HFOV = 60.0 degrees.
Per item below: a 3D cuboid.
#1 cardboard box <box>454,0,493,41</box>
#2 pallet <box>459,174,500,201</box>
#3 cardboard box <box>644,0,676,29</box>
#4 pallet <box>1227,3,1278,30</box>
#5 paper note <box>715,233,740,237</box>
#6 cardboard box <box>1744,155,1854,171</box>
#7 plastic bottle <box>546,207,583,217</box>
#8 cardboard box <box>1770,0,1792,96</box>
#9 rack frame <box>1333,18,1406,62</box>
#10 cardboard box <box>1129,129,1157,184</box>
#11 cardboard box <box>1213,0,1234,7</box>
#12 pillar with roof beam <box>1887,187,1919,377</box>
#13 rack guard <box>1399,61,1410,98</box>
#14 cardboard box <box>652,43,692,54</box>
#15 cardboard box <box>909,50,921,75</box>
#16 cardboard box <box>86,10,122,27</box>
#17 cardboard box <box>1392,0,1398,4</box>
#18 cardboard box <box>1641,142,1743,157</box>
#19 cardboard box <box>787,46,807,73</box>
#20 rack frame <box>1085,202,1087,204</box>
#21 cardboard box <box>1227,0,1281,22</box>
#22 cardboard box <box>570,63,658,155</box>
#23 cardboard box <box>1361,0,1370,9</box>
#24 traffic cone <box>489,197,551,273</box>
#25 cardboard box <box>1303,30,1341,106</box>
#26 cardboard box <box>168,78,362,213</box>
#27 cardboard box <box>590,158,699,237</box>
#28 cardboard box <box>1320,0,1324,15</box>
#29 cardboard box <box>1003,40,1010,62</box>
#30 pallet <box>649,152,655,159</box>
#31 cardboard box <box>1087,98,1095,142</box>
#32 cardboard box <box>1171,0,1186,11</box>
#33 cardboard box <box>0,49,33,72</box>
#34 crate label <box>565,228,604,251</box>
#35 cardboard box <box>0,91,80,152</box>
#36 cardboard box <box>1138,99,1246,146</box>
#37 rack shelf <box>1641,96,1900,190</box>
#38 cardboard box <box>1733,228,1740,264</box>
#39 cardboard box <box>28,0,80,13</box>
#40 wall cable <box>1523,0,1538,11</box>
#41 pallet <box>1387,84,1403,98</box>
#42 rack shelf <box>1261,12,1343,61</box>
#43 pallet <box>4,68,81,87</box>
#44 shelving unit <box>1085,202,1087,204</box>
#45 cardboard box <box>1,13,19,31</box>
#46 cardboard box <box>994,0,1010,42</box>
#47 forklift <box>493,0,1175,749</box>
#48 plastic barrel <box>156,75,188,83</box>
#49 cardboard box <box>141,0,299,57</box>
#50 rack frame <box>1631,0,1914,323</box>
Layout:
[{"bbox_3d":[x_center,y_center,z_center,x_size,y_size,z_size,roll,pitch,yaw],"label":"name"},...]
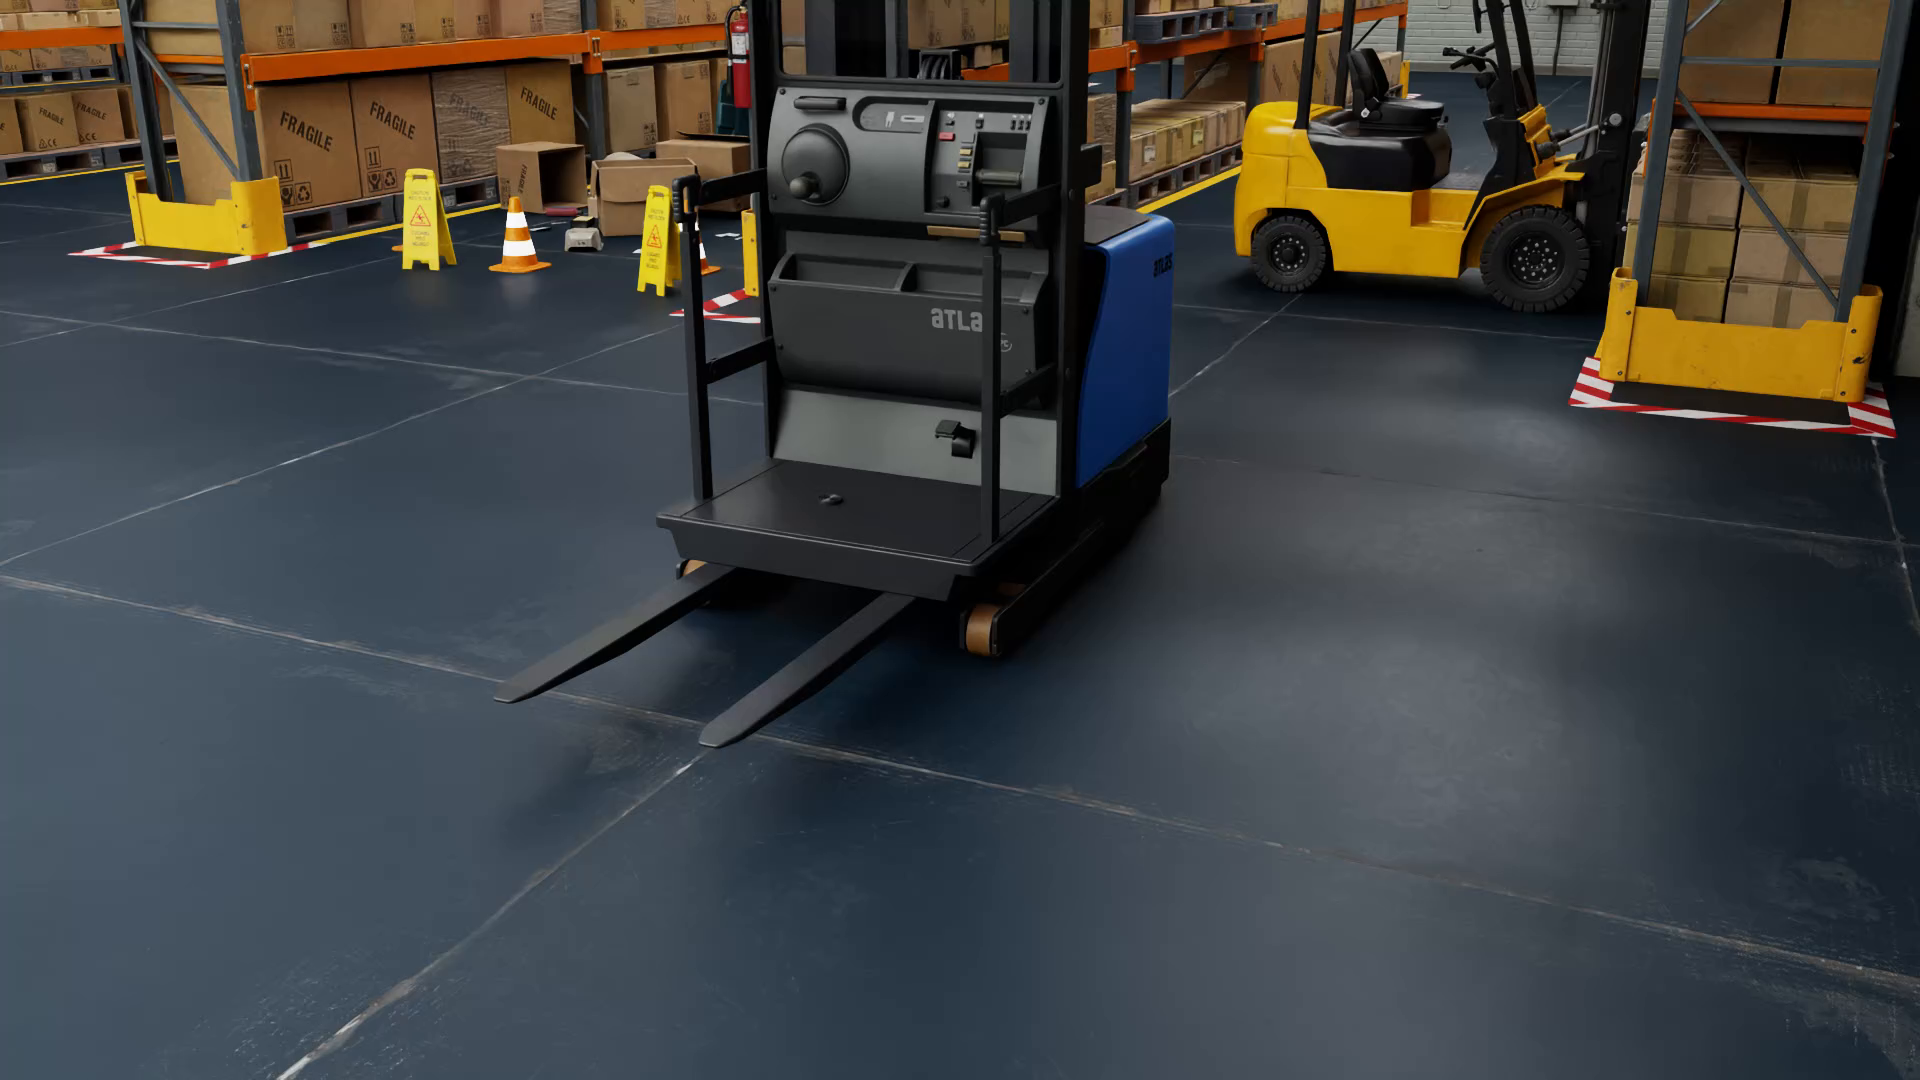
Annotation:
[{"bbox_3d":[-4.363,-4.374,13.567,0.875,0.550,0.550,9,21,23],"label":"cardboard box"},{"bbox_3d":[-4.073,-3.202,14.658,1.003,0.211,1.213,9,21,23],"label":"pallet"},{"bbox_3d":[-3.023,-5.063,15.580,0.500,0.500,0.500,9,21,23],"label":"cardboard box"},{"bbox_3d":[2.311,-4.989,15.808,1.213,0.211,1.003,9,21,23],"label":"pallet"},{"bbox_3d":[-1.715,-2.264,12.305,0.148,0.019,0.142,18,26,41],"label":"paper note"},{"bbox_3d":[4.330,-1.834,8.635,0.500,0.250,0.500,9,21,23],"label":"cardboard box"},{"bbox_3d":[-3.129,-2.608,13.210,0.283,0.061,0.133,1,20,4],"label":"plastic bottle"},{"bbox_3d":[4.409,-2.510,8.399,0.500,0.500,0.500,9,22,24],"label":"cardboard box"},{"bbox_3d":[5.781,-7.758,23.306,1.000,3.000,0.127,9,21,23],"label":"rack frame"},{"bbox_3d":[1.080,-3.210,13.813,0.950,0.372,0.625,9,21,23],"label":"cardboard box"},{"bbox_3d":[2.269,-4.922,15.081,0.380,0.149,0.250,9,21,24],"label":"cardboard box"},{"bbox_3d":[0.939,-5.693,8.548,9.100,9.000,0.400,9,21,23],"label":"pillar with roof beam"},{"bbox_3d":[5.791,-6.587,23.746,1.175,0.500,0.348,9,21,23],"label":"rack guard"},{"bbox_3d":[-4.554,-7.282,24.514,0.875,0.875,0.875,9,21,23],"label":"cardboard box"},{"bbox_3d":[-0.443,-2.824,9.807,0.380,0.149,0.250,9,21,23],"label":"cardboard box"},{"bbox_3d":[-8.262,-4.990,15.898,0.380,0.149,0.250,9,21,23],"label":"cardboard box"},{"bbox_3d":[5.606,-7.470,22.347,0.500,0.500,0.500,8,21,22],"label":"cardboard box"},{"bbox_3d":[4.065,-2.056,9.259,0.500,0.250,0.500,9,21,23],"label":"cardboard box"},{"bbox_3d":[-0.813,-2.892,9.999,0.380,0.149,0.250,9,22,25],"label":"cardboard box"},{"bbox_3d":[0.405,-0.868,6.834,0.200,1.050,0.008,12,22,26],"label":"rack frame"},{"bbox_3d":[2.935,-5.357,16.778,0.500,0.250,0.500,8,21,22],"label":"cardboard box"},{"bbox_3d":[-3.518,-4.078,15.689,1.050,0.750,0.750,8,21,22],"label":"cardboard box"},{"bbox_3d":[4.784,-6.843,20.584,0.500,0.500,0.500,9,21,23],"label":"cardboard box"},{"bbox_3d":[-2.923,-2.028,10.981,0.336,0.463,0.334,9,21,23],"label":"traffic cone"},{"bbox_3d":[3.962,-5.531,19.590,0.875,0.875,0.875,9,22,24],"label":"cardboard box"},{"bbox_3d":[-5.111,-2.928,12.270,0.875,0.875,0.875,9,21,23],"label":"cardboard box"},{"bbox_3d":[-2.361,-2.575,12.458,0.797,0.503,0.637,-5,20,-15],"label":"cardboard box"},{"bbox_3d":[3.756,-5.986,18.546,0.500,0.250,0.500,8,21,21],"label":"cardboard box"},{"bbox_3d":[0.105,-3.217,10.913,0.380,0.149,0.250,9,22,25],"label":"cardboard box"},{"bbox_3d":[-2.945,-4.044,17.026,1.003,0.211,1.213,9,21,23],"label":"pallet"},{"bbox_3d":[0.663,-2.972,12.206,0.500,0.500,0.500,9,21,24],"label":"cardboard box"},{"bbox_3d":[1.682,-4.540,14.006,0.380,0.149,0.250,9,21,24],"label":"cardboard box"},{"bbox_3d":[-14.705,-7.475,25.586,0.500,0.500,0.500,8,21,22],"label":"cardboard box"},{"bbox_3d":[-2.658,-2.124,11.736,0.250,0.136,0.298,-2,20,-5],"label":"crate label"},{"bbox_3d":[-8.784,-3.976,15.776,0.500,0.500,0.500,7,21,18],"label":"cardboard box"},{"bbox_3d":[2.265,-4.101,16.318,0.950,0.372,0.625,7,21,19],"label":"cardboard box"},{"bbox_3d":[4.578,-2.459,9.481,1.077,0.370,4.000,9,21,23],"label":"rack shelf"},{"bbox_3d":[4.337,-1.595,8.707,0.500,0.250,0.500,8,21,22],"label":"cardboard box"},{"bbox_3d":[-8.764,-5.193,15.500,0.875,0.500,0.500,9,21,23],"label":"cardboard box"},{"bbox_3d":[9.368,-9.772,27.455,0.588,1.984,0.122,9,21,23],"label":"wall cable"},{"bbox_3d":[5.525,-6.189,23.056,1.003,0.211,1.213,9,21,23],"label":"pallet"},{"bbox_3d":[3.324,-5.585,18.269,1.077,0.370,4.000,9,21,23],"label":"rack shelf"},{"bbox_3d":[-14.731,-7.313,26.218,1.003,0.211,1.213,9,21,23],"label":"pallet"},{"bbox_3d":[0.347,-0.832,6.733,0.215,1.050,0.252,12,22,26],"label":"shelving unit"},{"bbox_3d":[-8.793,-4.702,15.090,0.380,0.149,0.250,9,21,23],"label":"cardboard box"},{"bbox_3d":[0.093,-3.475,10.672,0.500,0.500,0.500,8,21,22],"label":"cardboard box"},{"bbox_3d":[-0.255,-1.190,4.942,1.130,2.935,3.031,9,21,23],"label":"forklift"},{"bbox_3d":[-10.870,-6.679,22.884,0.600,0.830,0.708,9,21,23],"label":"plastic barrel"},{"bbox_3d":[-5.217,-3.705,11.687,0.875,0.550,0.550,9,21,23],"label":"cardboard box"},{"bbox_3d":[3.759,-2.187,7.641,1.000,3.000,0.127,9,21,23],"label":"rack frame"}]
